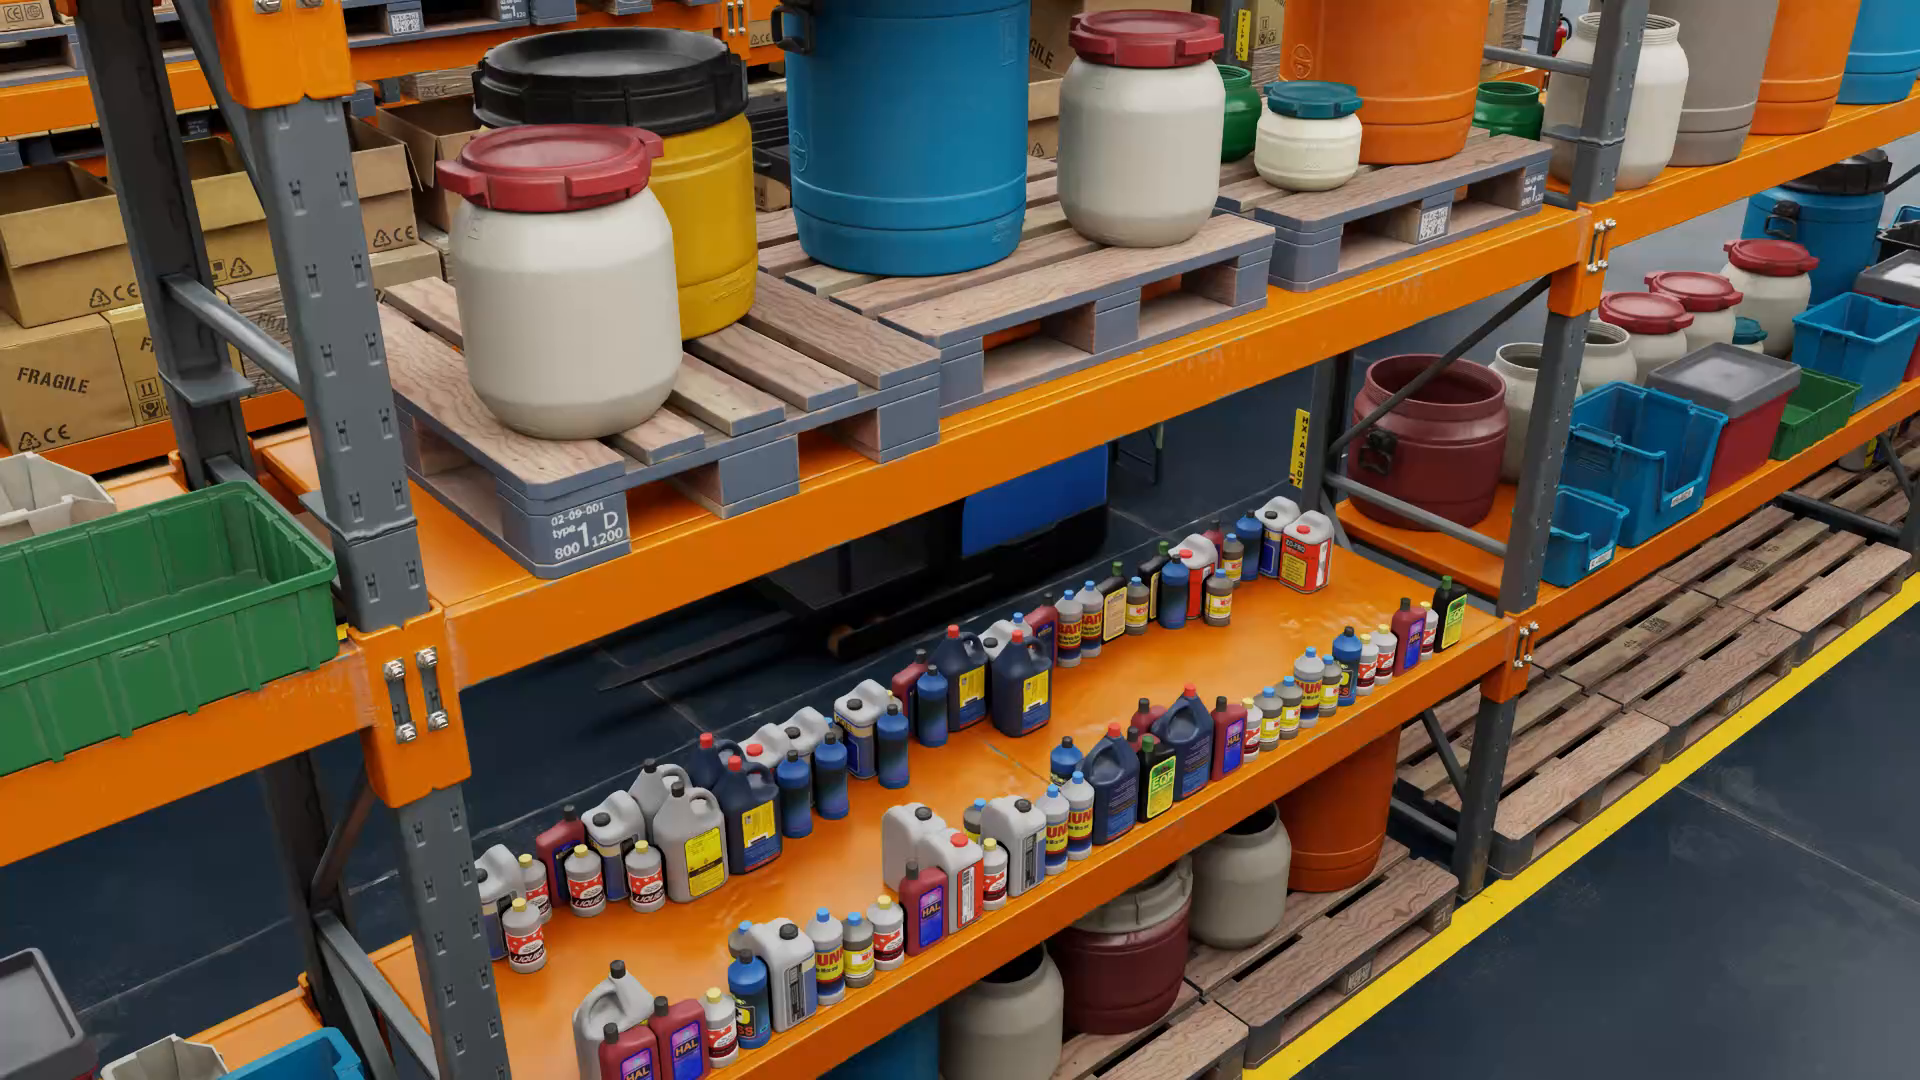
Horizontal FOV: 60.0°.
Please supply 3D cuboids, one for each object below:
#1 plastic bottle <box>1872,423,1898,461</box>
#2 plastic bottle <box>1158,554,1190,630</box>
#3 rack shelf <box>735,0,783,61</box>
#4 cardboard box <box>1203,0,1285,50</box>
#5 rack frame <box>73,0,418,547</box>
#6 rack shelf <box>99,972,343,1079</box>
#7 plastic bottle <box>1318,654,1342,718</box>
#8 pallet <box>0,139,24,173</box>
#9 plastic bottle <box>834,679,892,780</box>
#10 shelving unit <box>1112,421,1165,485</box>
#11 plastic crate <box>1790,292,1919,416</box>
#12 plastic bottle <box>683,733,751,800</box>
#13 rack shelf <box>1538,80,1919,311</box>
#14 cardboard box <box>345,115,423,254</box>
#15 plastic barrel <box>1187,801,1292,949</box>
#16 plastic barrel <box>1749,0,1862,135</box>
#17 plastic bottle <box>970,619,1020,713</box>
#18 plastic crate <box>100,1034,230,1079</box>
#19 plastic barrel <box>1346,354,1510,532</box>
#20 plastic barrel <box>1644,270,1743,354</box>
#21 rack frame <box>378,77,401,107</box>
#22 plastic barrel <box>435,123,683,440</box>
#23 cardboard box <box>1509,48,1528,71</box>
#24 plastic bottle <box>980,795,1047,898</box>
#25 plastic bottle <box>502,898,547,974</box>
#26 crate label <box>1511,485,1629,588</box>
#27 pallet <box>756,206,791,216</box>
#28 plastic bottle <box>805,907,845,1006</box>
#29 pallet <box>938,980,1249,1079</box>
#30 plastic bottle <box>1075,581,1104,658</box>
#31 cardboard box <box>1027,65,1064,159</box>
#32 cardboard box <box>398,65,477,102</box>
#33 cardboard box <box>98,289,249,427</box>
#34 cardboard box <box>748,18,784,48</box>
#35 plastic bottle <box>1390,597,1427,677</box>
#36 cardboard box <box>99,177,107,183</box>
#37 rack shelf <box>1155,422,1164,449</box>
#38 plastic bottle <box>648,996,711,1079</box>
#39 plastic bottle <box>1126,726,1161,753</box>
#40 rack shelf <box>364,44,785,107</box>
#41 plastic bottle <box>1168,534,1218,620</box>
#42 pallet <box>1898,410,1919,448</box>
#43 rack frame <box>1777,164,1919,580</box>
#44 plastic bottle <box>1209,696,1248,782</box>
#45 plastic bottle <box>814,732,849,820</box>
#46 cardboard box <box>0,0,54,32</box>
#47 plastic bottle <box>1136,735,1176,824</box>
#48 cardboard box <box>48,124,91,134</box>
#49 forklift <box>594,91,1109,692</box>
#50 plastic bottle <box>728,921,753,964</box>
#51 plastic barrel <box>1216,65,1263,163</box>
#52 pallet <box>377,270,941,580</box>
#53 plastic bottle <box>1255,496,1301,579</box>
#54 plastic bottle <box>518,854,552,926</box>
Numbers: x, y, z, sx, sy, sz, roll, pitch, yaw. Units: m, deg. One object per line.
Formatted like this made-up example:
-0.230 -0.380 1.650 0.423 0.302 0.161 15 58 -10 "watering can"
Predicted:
5.322 -0.617 9.644 0.135 0.276 0.152 -22 35 -35 "plastic bottle"
0.757 0.176 5.875 0.097 0.271 0.097 0 28 0 "plastic bottle"
0.022 -3.480 10.160 4.000 0.370 1.077 -22 35 -35 "rack shelf"
2.050 -3.749 11.600 0.500 0.500 0.500 -22 35 -35 "cardboard box"
-1.328 -1.509 2.526 0.127 3.000 1.000 -22 35 -35 "rack frame"
-2.850 2.066 2.965 4.000 0.370 1.077 -22 35 -35 "rack shelf"
1.187 0.466 5.406 0.097 0.201 0.097 0 28 0 "plastic bottle"
-7.009 -2.545 11.034 1.213 0.211 1.003 -22 35 -35 "pallet"
-0.298 0.577 5.119 0.135 0.276 0.152 -22 35 -35 "plastic bottle"
0.773 -0.954 9.444 0.755 1.500 0.431 -21 34 -34 "shelving unit"
4.120 -0.854 7.683 0.575 0.384 0.392 -22 35 -35 "plastic crate"
-0.701 0.704 4.803 0.185 0.351 0.144 -22 35 -35 "plastic bottle"
3.236 -1.704 6.837 4.000 0.370 1.077 -22 35 -35 "rack shelf"
-3.070 -1.725 8.126 0.637 0.503 0.797 -21 34 -33 "cardboard box"
0.982 1.186 6.042 0.421 0.512 0.421 0 28 0 "plastic barrel"
2.978 -1.972 6.120 0.708 0.830 0.600 -22 35 -35 "plastic barrel"
0.121 0.409 5.434 0.135 0.276 0.152 -22 35 -35 "plastic bottle"
-1.775 1.318 3.817 0.243 0.136 0.396 -22 35 -35 "plastic crate"
1.871 -0.397 6.666 0.708 0.536 0.600 -22 35 -35 "plastic barrel"
3.329 -0.932 7.667 0.433 0.535 0.433 0 28 0 "plastic barrel"
-4.642 -3.672 12.938 0.127 3.000 1.000 -22 35 -35 "rack frame"
-0.765 -0.502 3.235 0.433 0.535 0.433 0 28 0 "plastic barrel"
4.503 -4.038 13.890 0.250 0.149 0.380 -22 35 -35 "cardboard box"
0.152 0.833 4.641 0.135 0.276 0.152 -22 35 -35 "plastic bottle"
-1.143 1.027 4.356 0.097 0.201 0.097 0 28 0 "plastic bottle"
2.279 -0.007 6.259 0.416 0.233 0.303 -22 35 -35 "crate label"
-1.027 -2.034 10.077 1.003 0.211 1.213 -22 35 -35 "pallet"
-0.344 1.051 4.237 0.097 0.271 0.097 0 28 0 "plastic bottle"
0.214 1.771 5.713 1.213 0.211 1.003 -22 35 -35 "pallet"
0.441 0.265 5.708 0.097 0.271 0.097 0 28 0 "plastic bottle"
0.284 -2.754 10.665 0.637 0.503 0.797 -18 33 -30 "cardboard box"
-4.126 -3.757 12.991 0.500 0.500 0.500 -21 35 -34 "cardboard box"
-3.649 -0.888 7.623 0.500 0.500 0.500 -22 35 -35 "cardboard box"
-1.823 -4.684 14.727 0.500 0.500 0.500 -22 35 -35 "cardboard box"
1.508 0.312 5.607 0.133 0.283 0.061 -22 35 -35 "plastic bottle"
-6.490 -2.500 12.156 0.500 0.250 0.500 -24 36 -37 "cardboard box"
0.773 -0.666 9.597 0.720 0.370 0.431 -21 34 -34 "rack shelf"
-0.671 1.188 3.967 0.133 0.283 0.061 -22 35 -35 "plastic bottle"
0.533 0.667 4.944 0.133 0.283 0.061 -22 35 -35 "plastic bottle"
-3.121 -3.966 14.253 4.000 0.370 1.077 -22 35 -35 "rack shelf"
0.824 0.126 5.963 0.135 0.276 0.152 -22 35 -35 "plastic bottle"
6.224 -0.646 10.235 1.213 0.211 1.003 -22 35 -35 "pallet"
4.758 -1.310 8.519 0.127 3.000 1.000 -22 35 -35 "rack frame"
0.814 0.591 5.085 0.133 0.283 0.061 -22 35 -35 "plastic bottle"
-0.379 0.689 4.914 0.097 0.271 0.097 0 28 0 "plastic bottle"
-4.108 -2.372 6.772 0.500 0.500 0.700 -21 35 -34 "cardboard box"
0.572 0.689 4.903 0.133 0.283 0.061 -22 35 -35 "plastic bottle"
-6.097 -2.880 11.277 0.250 0.149 0.380 -23 36 -36 "cardboard box"
-0.657 -0.985 7.984 3.031 2.935 1.130 -21 34 -34 "forklift"
-0.546 1.069 4.278 0.097 0.201 0.097 0 28 0 "plastic bottle"
0.759 -1.285 5.008 0.294 0.245 0.294 0 28 0 "plastic barrel"
-0.795 -0.377 3.792 1.003 0.211 1.213 -22 35 -35 "pallet"
1.176 -0.015 6.228 0.135 0.276 0.152 -22 35 -35 "plastic bottle"
-1.168 0.943 4.514 0.097 0.201 0.097 0 28 0 "plastic bottle"
